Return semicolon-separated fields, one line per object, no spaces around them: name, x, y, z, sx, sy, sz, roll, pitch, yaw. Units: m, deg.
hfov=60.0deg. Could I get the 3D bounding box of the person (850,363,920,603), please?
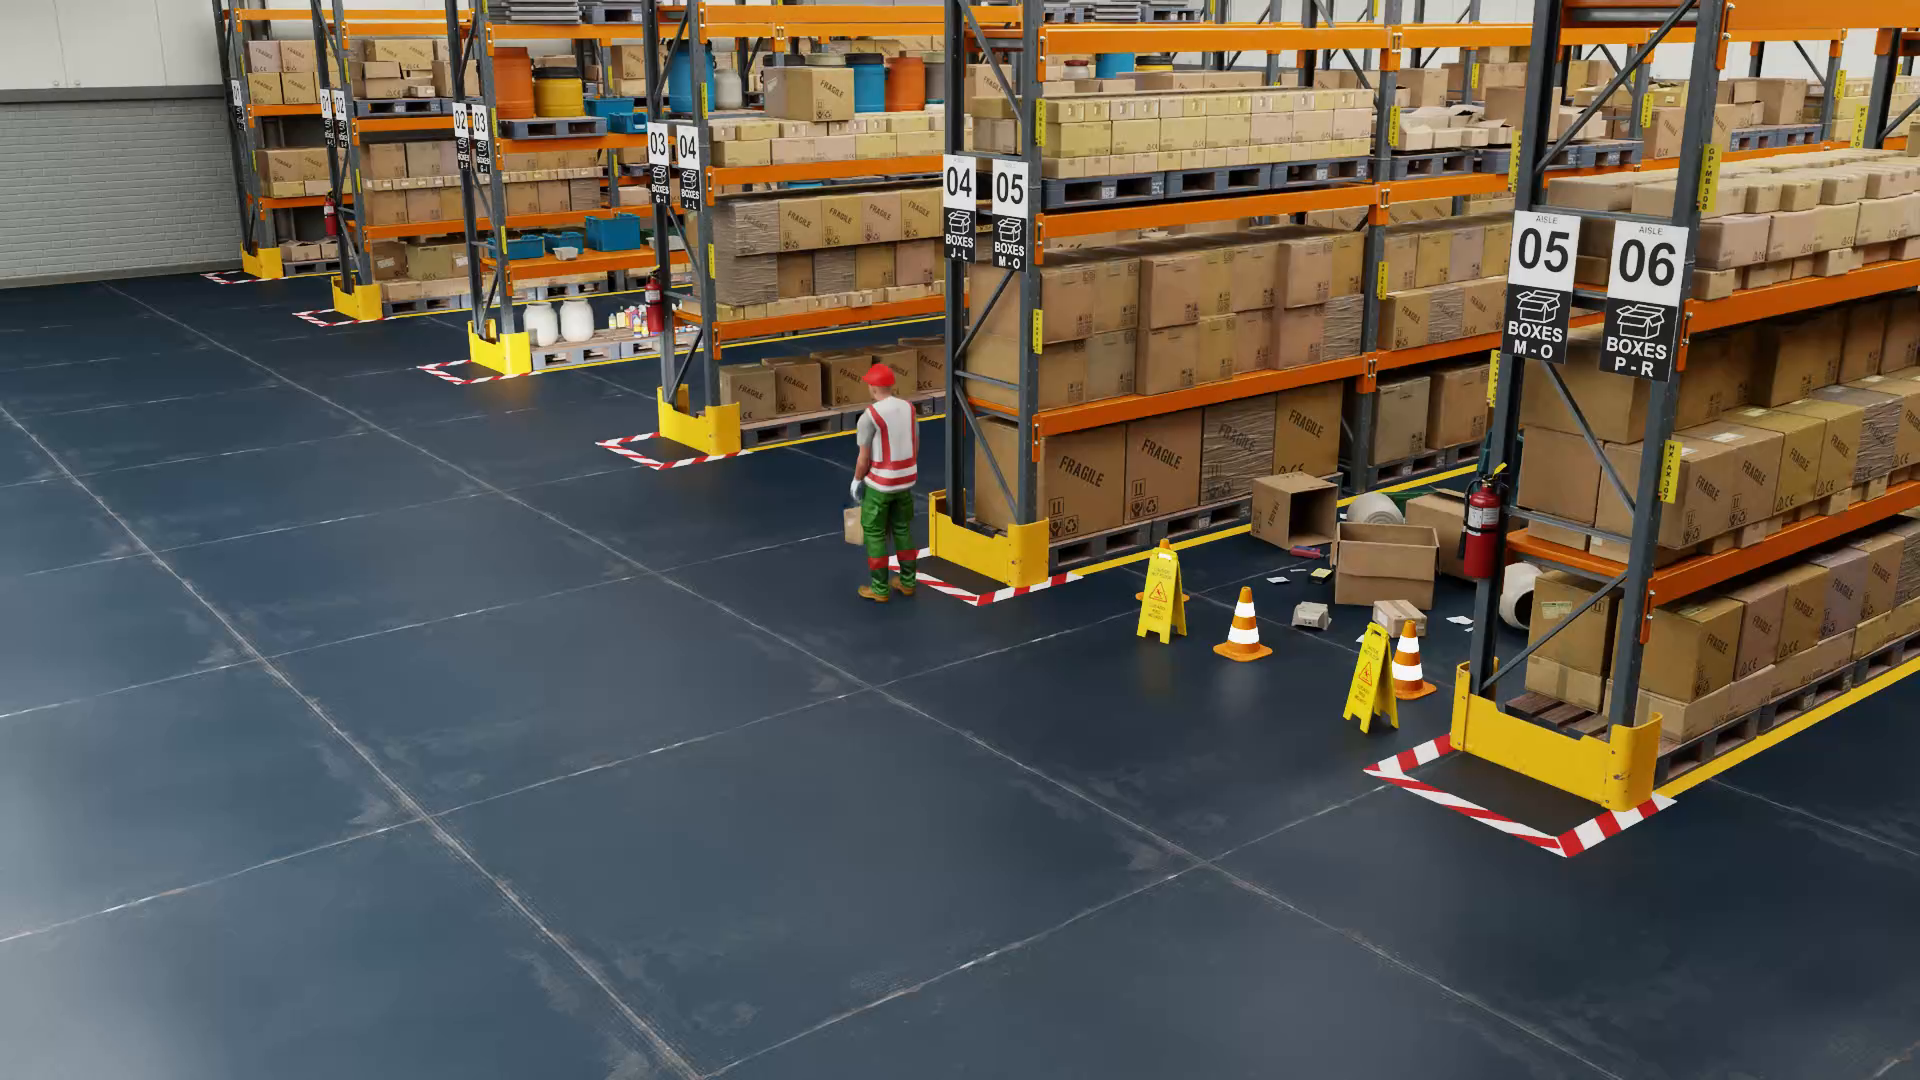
person;-0.545;-0.425;12.363;0.553;1.785;0.416;-14;22;-38
